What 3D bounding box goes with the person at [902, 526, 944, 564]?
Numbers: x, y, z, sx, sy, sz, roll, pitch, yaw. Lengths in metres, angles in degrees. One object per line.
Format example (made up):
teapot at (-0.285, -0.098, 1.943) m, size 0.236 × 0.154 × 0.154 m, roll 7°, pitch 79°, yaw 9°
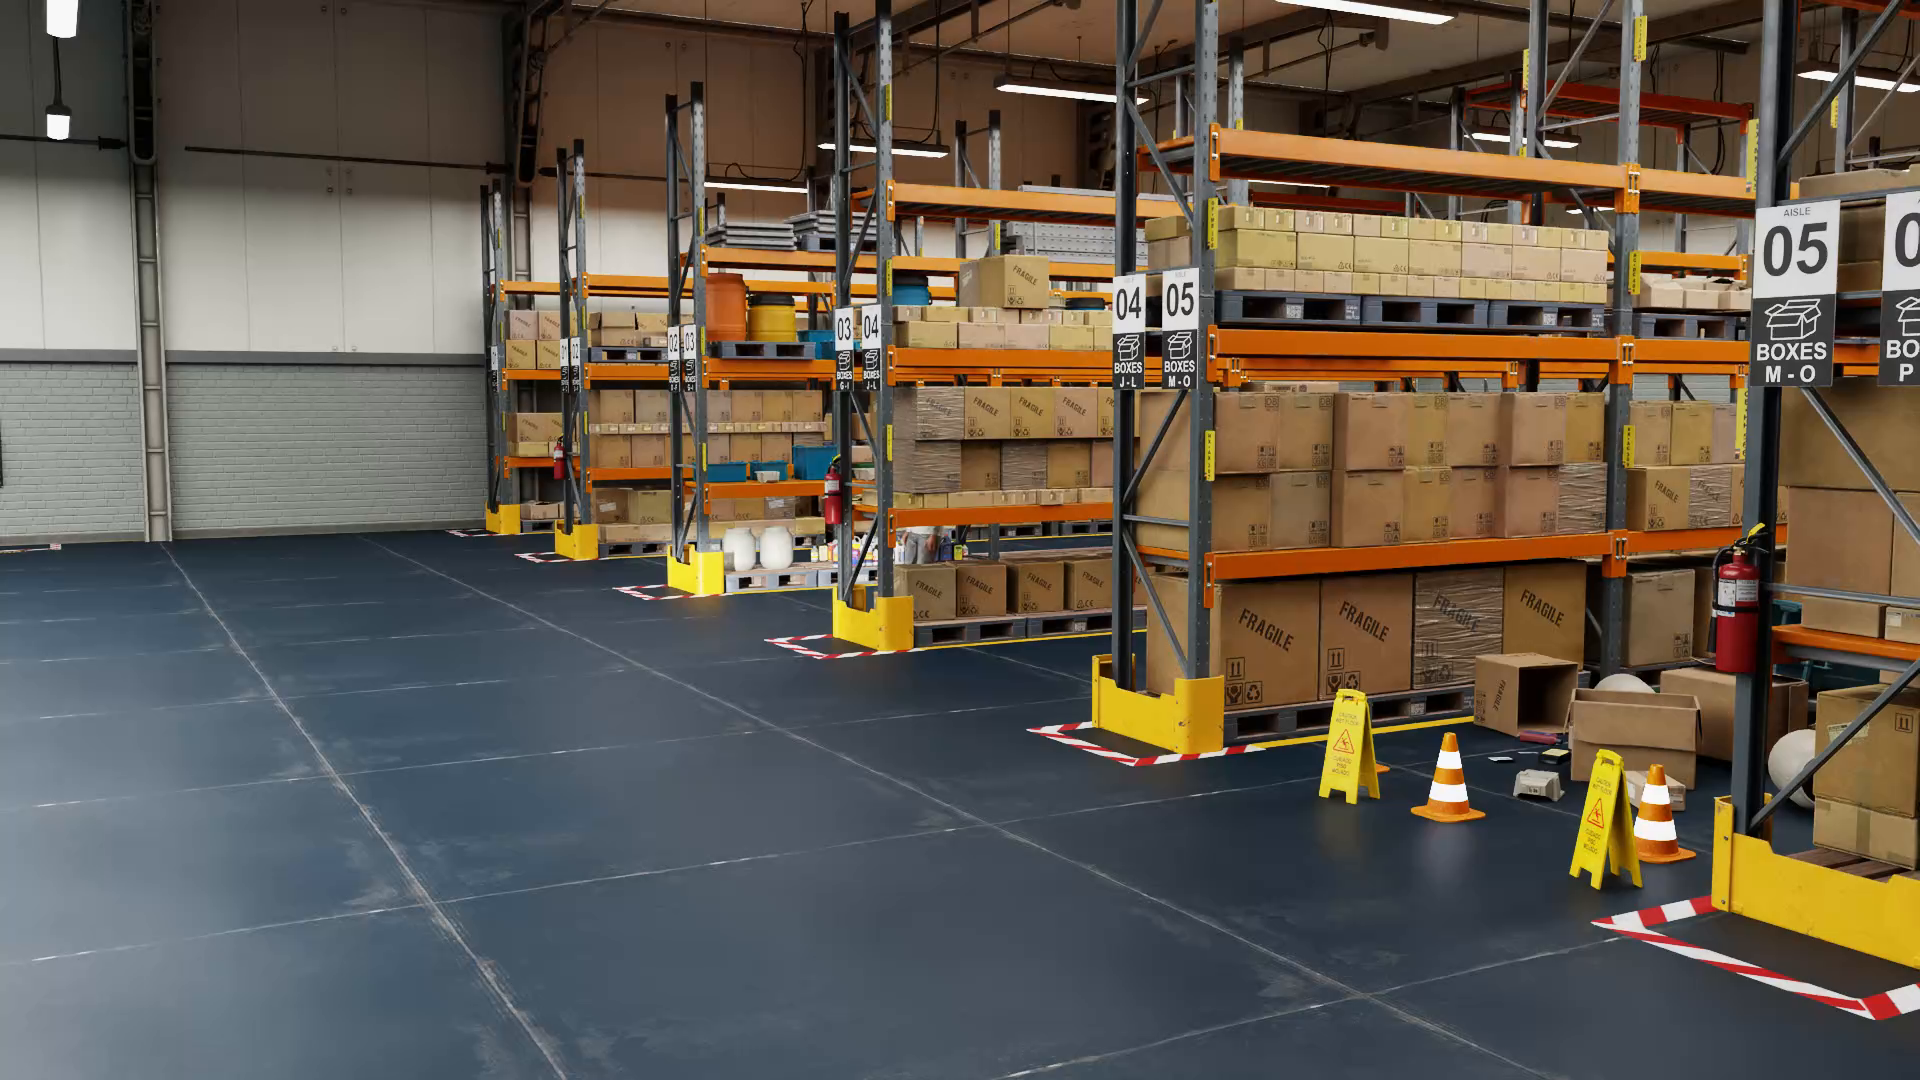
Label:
person at (-0.412, -0.046, 17.624) m, size 0.468 × 1.769 × 0.582 m, roll -3°, pitch 6°, yaw -33°
